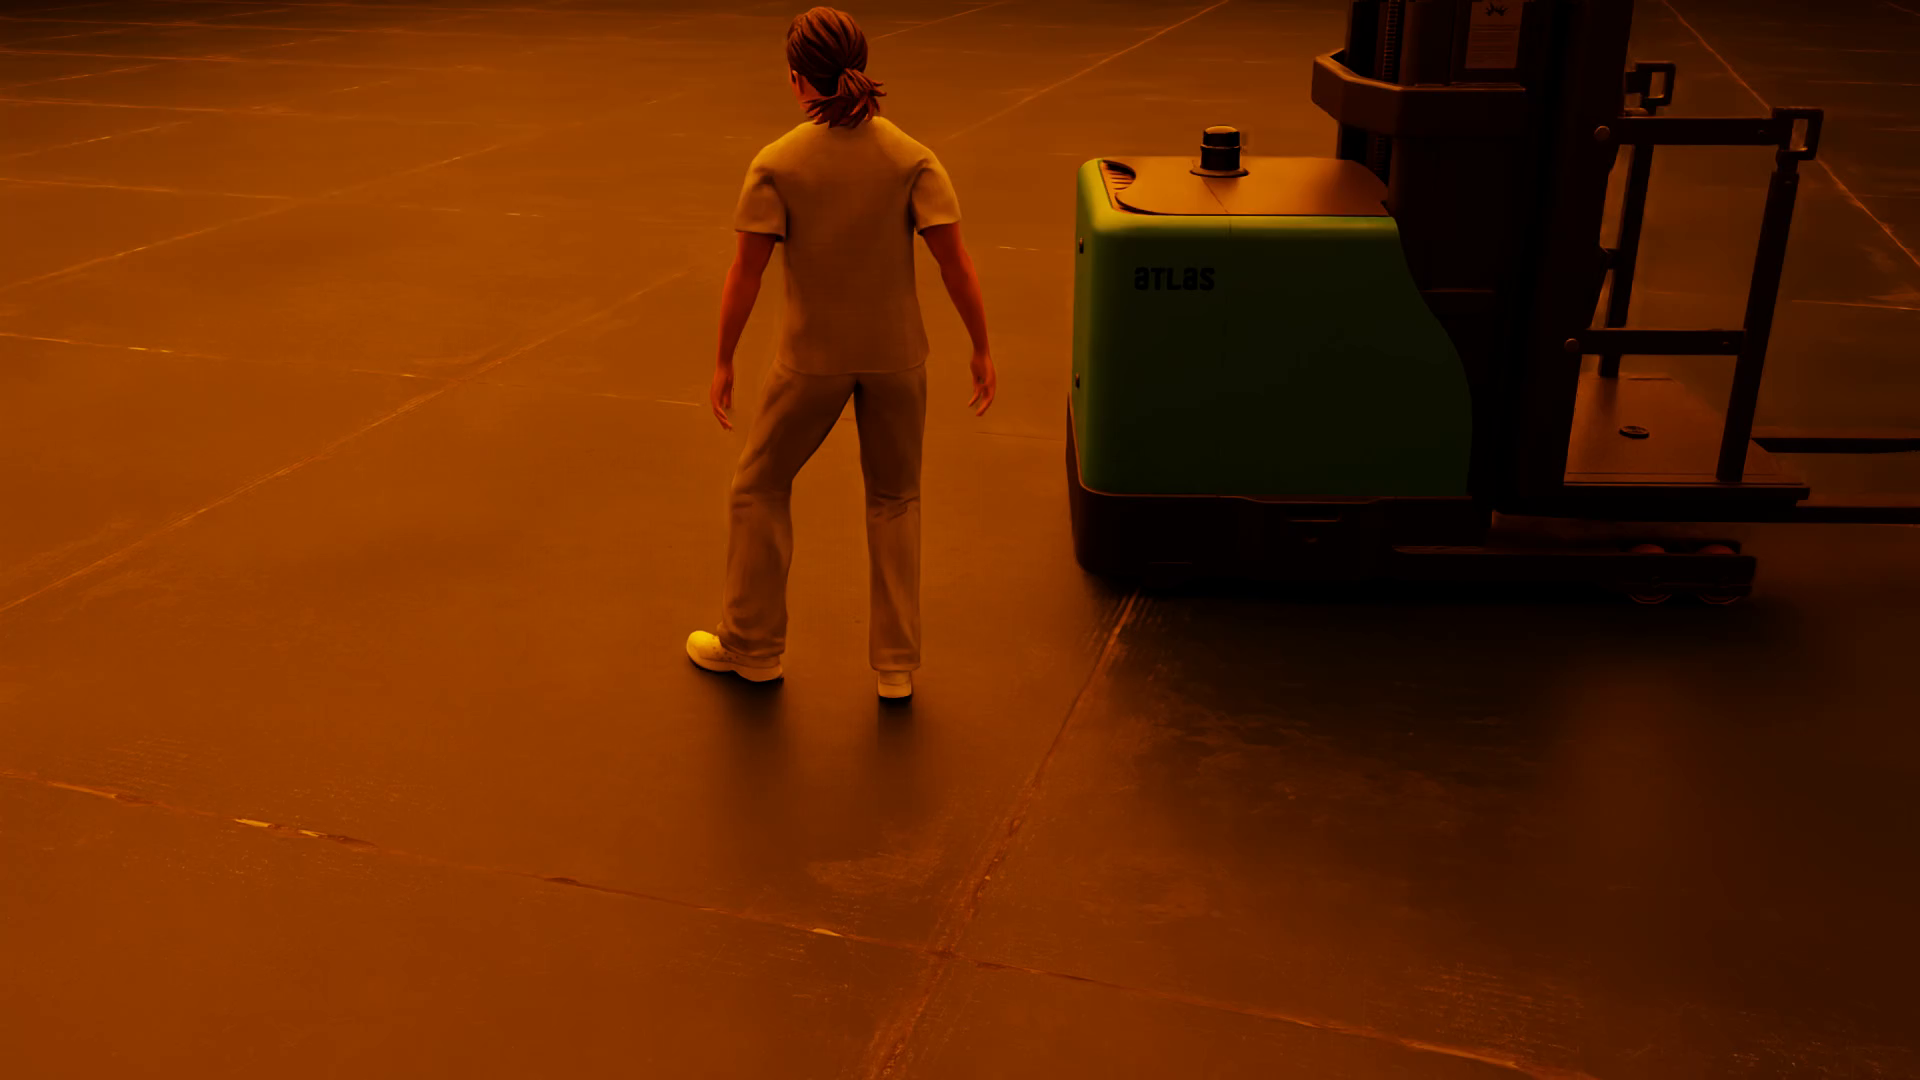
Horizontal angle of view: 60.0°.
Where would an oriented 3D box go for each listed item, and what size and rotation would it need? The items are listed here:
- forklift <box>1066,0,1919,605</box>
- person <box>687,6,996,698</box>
[{"bbox_3d":[1.861,-1.378,4.616,3.031,2.935,1.130,0,22,1],"label":"forklift"},{"bbox_3d":[-0.309,-0.410,3.977,0.780,1.646,0.376,-3,23,-8],"label":"person"}]
